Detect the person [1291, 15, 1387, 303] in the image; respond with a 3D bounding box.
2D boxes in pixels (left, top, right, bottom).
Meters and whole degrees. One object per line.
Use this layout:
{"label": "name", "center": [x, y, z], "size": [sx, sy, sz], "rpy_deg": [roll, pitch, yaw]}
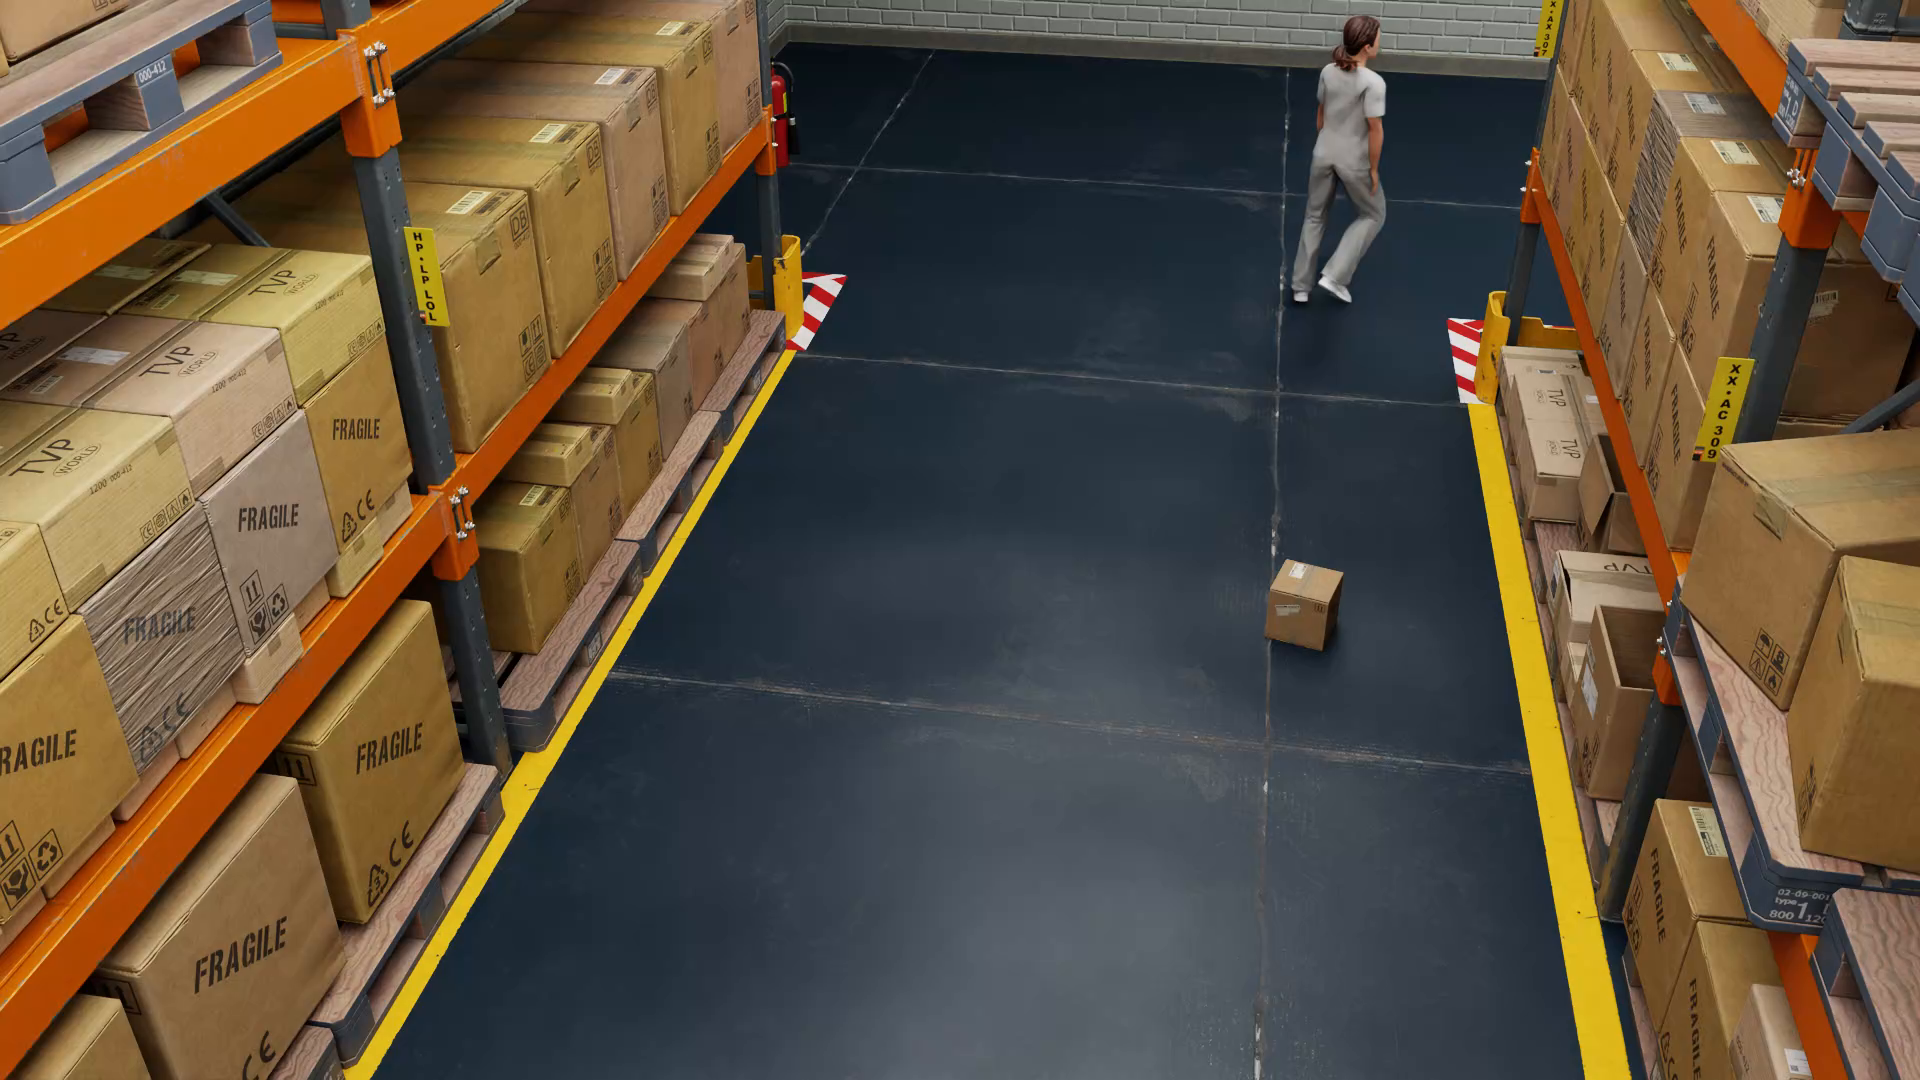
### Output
{"label": "person", "center": [2.195, -2.131, 9.478], "size": [0.500, 1.671, 0.411], "rpy_deg": [24, 39, 32]}
